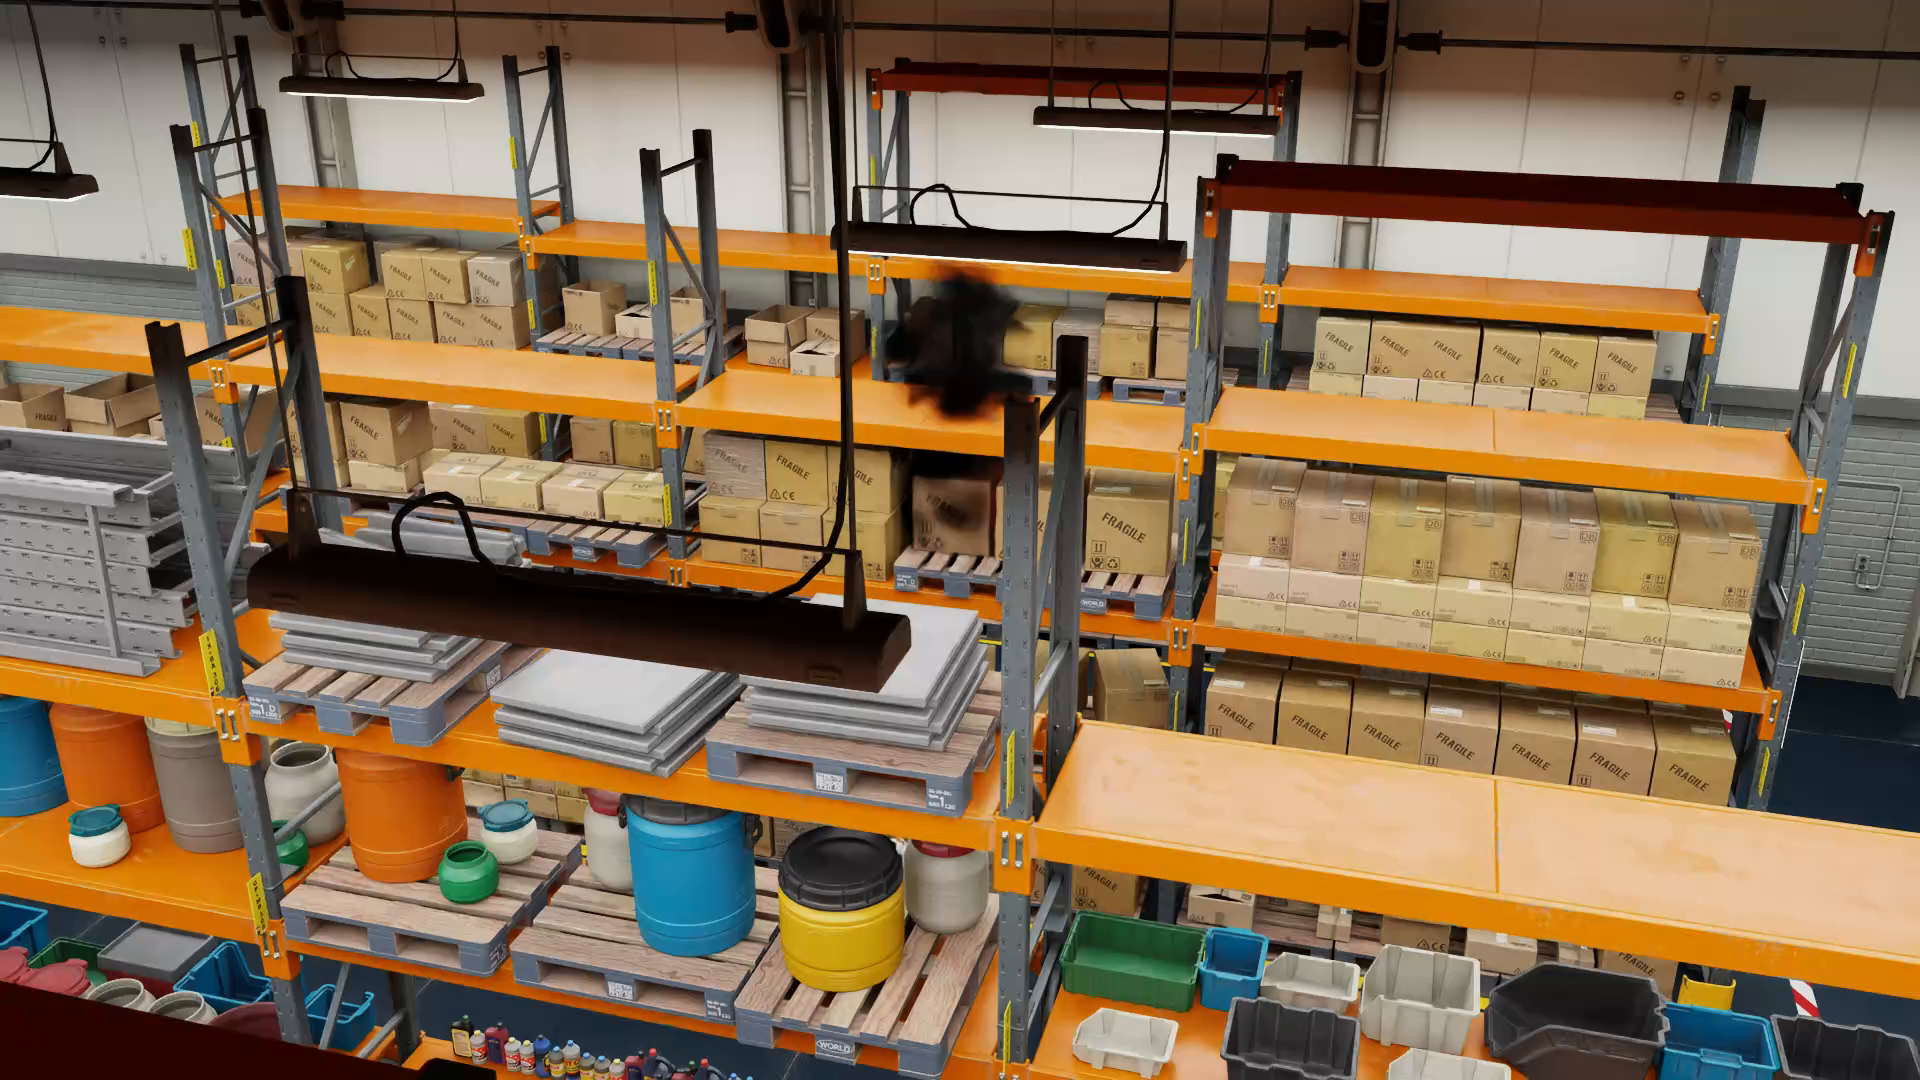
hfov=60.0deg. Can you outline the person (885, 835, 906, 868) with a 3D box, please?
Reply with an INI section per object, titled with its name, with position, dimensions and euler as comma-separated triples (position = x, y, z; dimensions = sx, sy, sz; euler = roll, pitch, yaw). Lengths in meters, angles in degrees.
[person]
position = -0.626, 2.633, 11.512
dimensions = 0.862, 1.705, 0.608
euler = 3, 23, 7
